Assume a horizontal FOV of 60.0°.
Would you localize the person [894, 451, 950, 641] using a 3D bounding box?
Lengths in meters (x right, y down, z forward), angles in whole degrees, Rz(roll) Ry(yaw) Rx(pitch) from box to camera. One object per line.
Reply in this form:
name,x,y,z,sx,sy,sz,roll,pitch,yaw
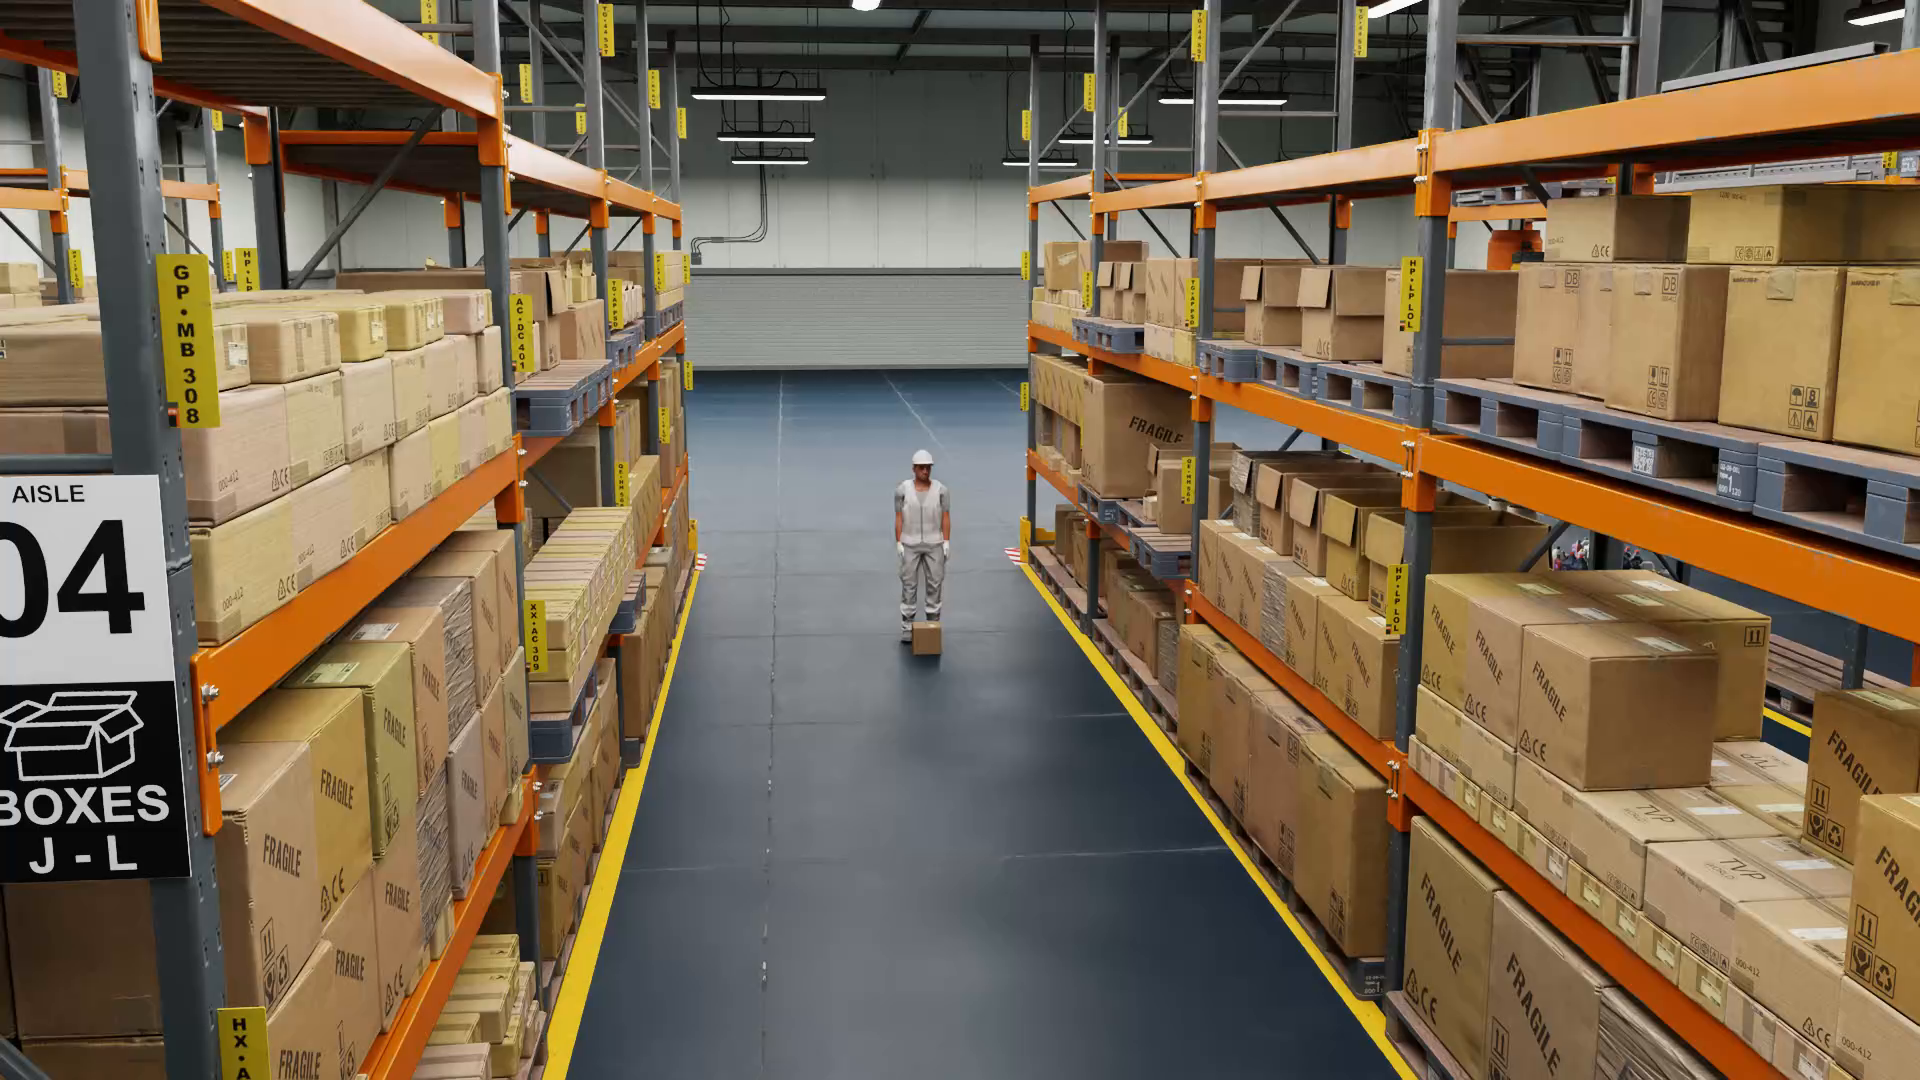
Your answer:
person,-0.347,0.056,15.513,0.524,1.785,0.340,-1,10,-5
